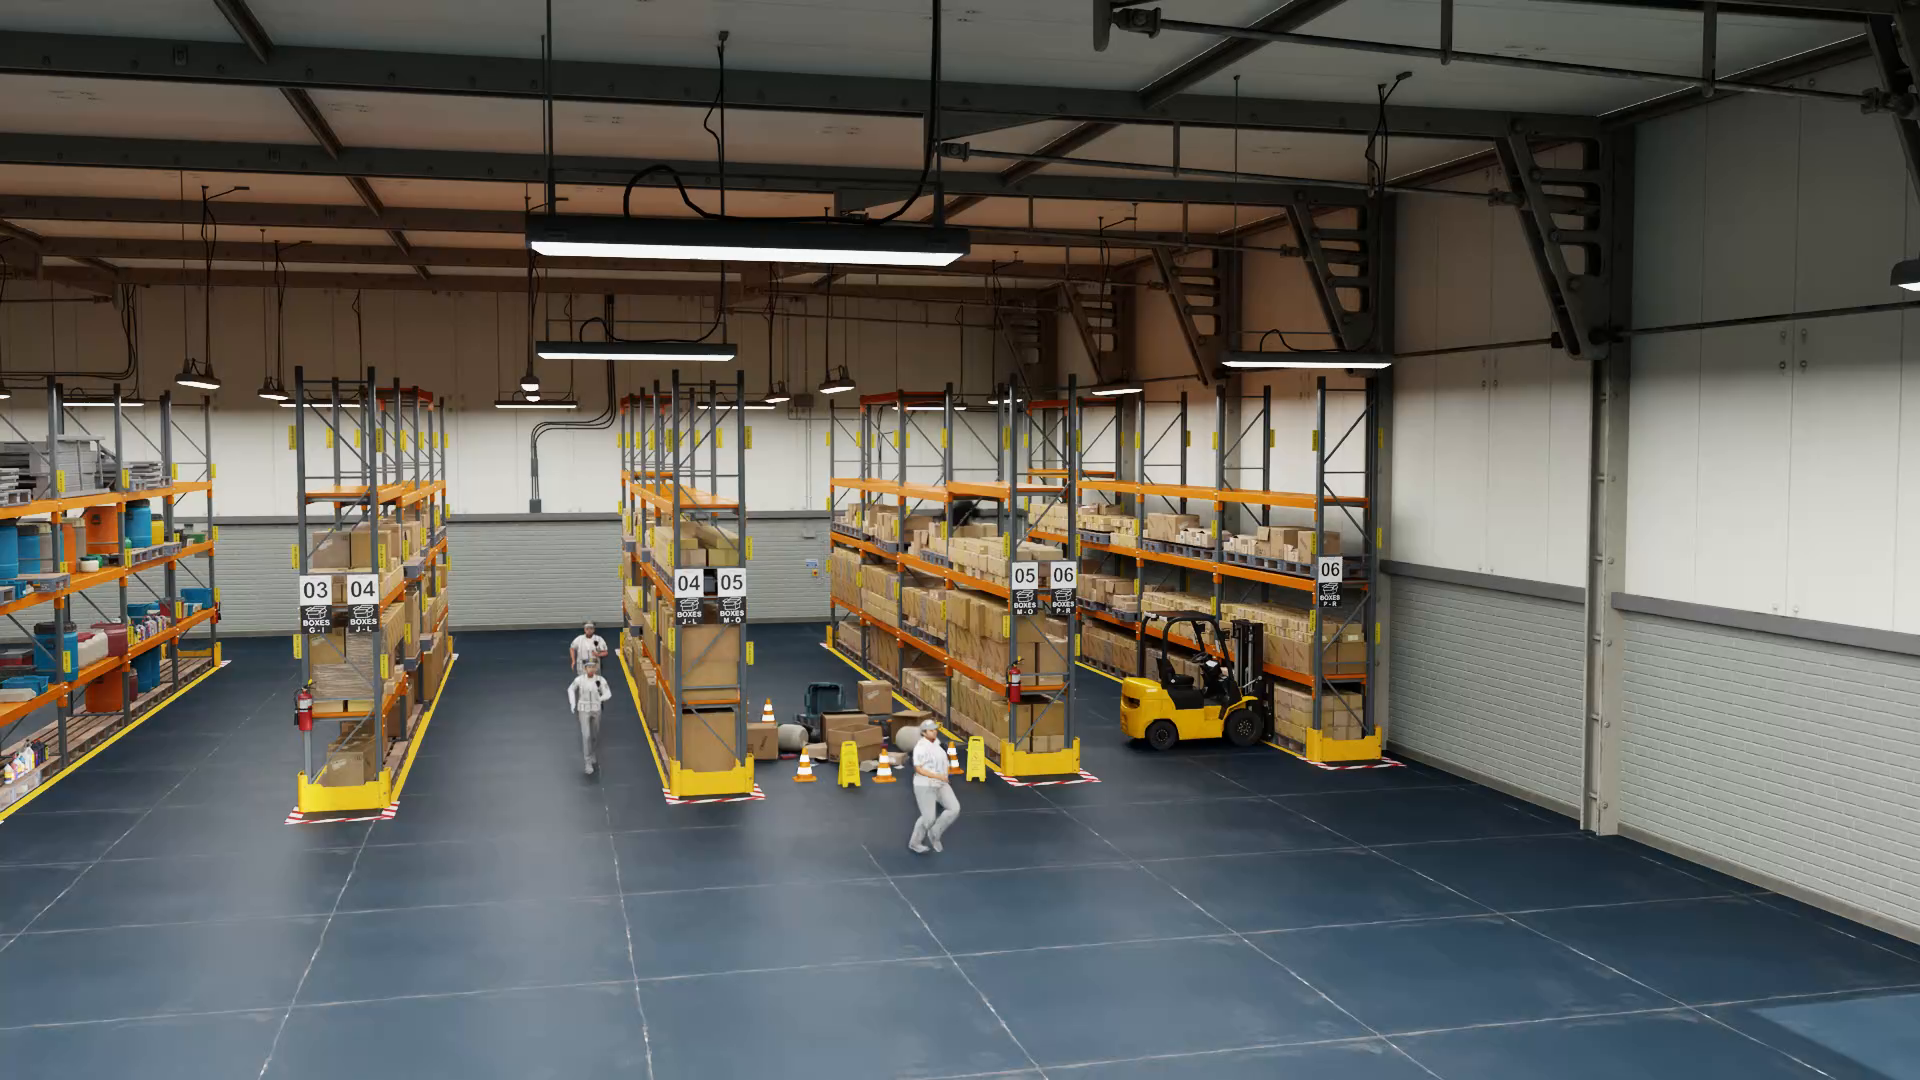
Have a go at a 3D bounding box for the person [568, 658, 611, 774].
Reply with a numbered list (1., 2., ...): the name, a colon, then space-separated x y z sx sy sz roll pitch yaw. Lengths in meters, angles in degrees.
1. person: -5.616 2.627 25.291 0.614 1.707 0.854 -1 4 -21

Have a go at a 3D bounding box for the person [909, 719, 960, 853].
1. person: -0.328 2.985 20.161 0.628 1.639 0.616 2 4 35

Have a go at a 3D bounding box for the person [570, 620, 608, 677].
1. person: -6.612 2.341 29.677 0.649 1.812 0.854 -1 4 -16
